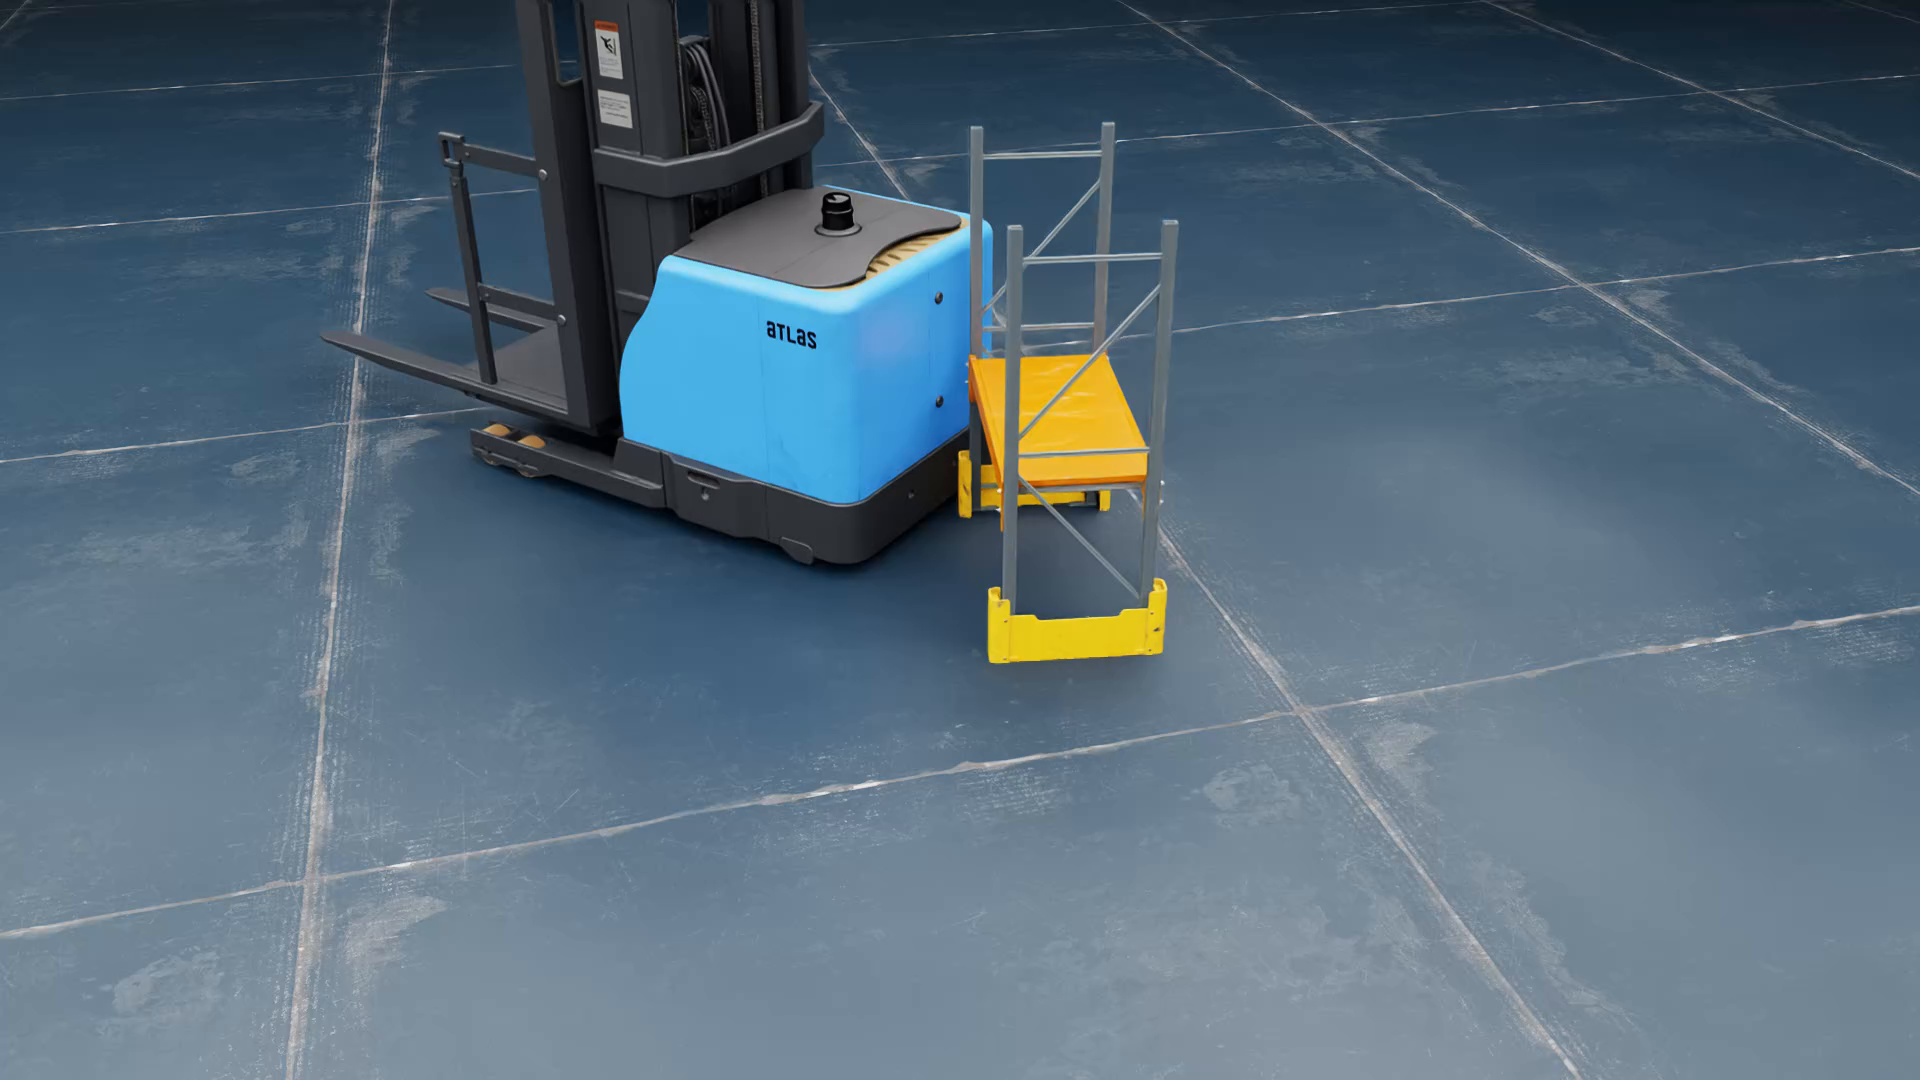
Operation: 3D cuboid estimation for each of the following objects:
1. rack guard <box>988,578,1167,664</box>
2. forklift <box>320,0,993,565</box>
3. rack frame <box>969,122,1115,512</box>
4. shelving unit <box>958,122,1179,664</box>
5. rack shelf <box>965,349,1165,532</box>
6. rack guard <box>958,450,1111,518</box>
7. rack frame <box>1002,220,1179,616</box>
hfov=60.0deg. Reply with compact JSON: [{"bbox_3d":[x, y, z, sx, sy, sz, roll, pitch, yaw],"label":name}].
[{"bbox_3d":[0.388,0.270,5.533,0.587,0.250,0.087,-3,30,-5],"label":"rack guard"},{"bbox_3d":[-1.384,-1.724,6.302,3.031,2.935,1.130,17,34,27],"label":"forklift"},{"bbox_3d":[0.285,-0.777,6.095,0.500,1.500,0.032,-3,30,-5],"label":"rack frame"},{"bbox_3d":[0.338,-0.519,5.649,0.587,1.500,1.083,-3,30,-5],"label":"shelving unit"},{"bbox_3d":[0.337,-0.368,5.747,0.538,0.185,1.000,-3,30,-5],"label":"rack shelf"},{"bbox_3d":[0.287,-0.226,6.391,0.587,0.250,0.087,-3,30,-5],"label":"rack guard"},{"bbox_3d":[0.388,-0.270,5.219,0.500,1.500,0.032,-3,30,-5],"label":"rack frame"}]
